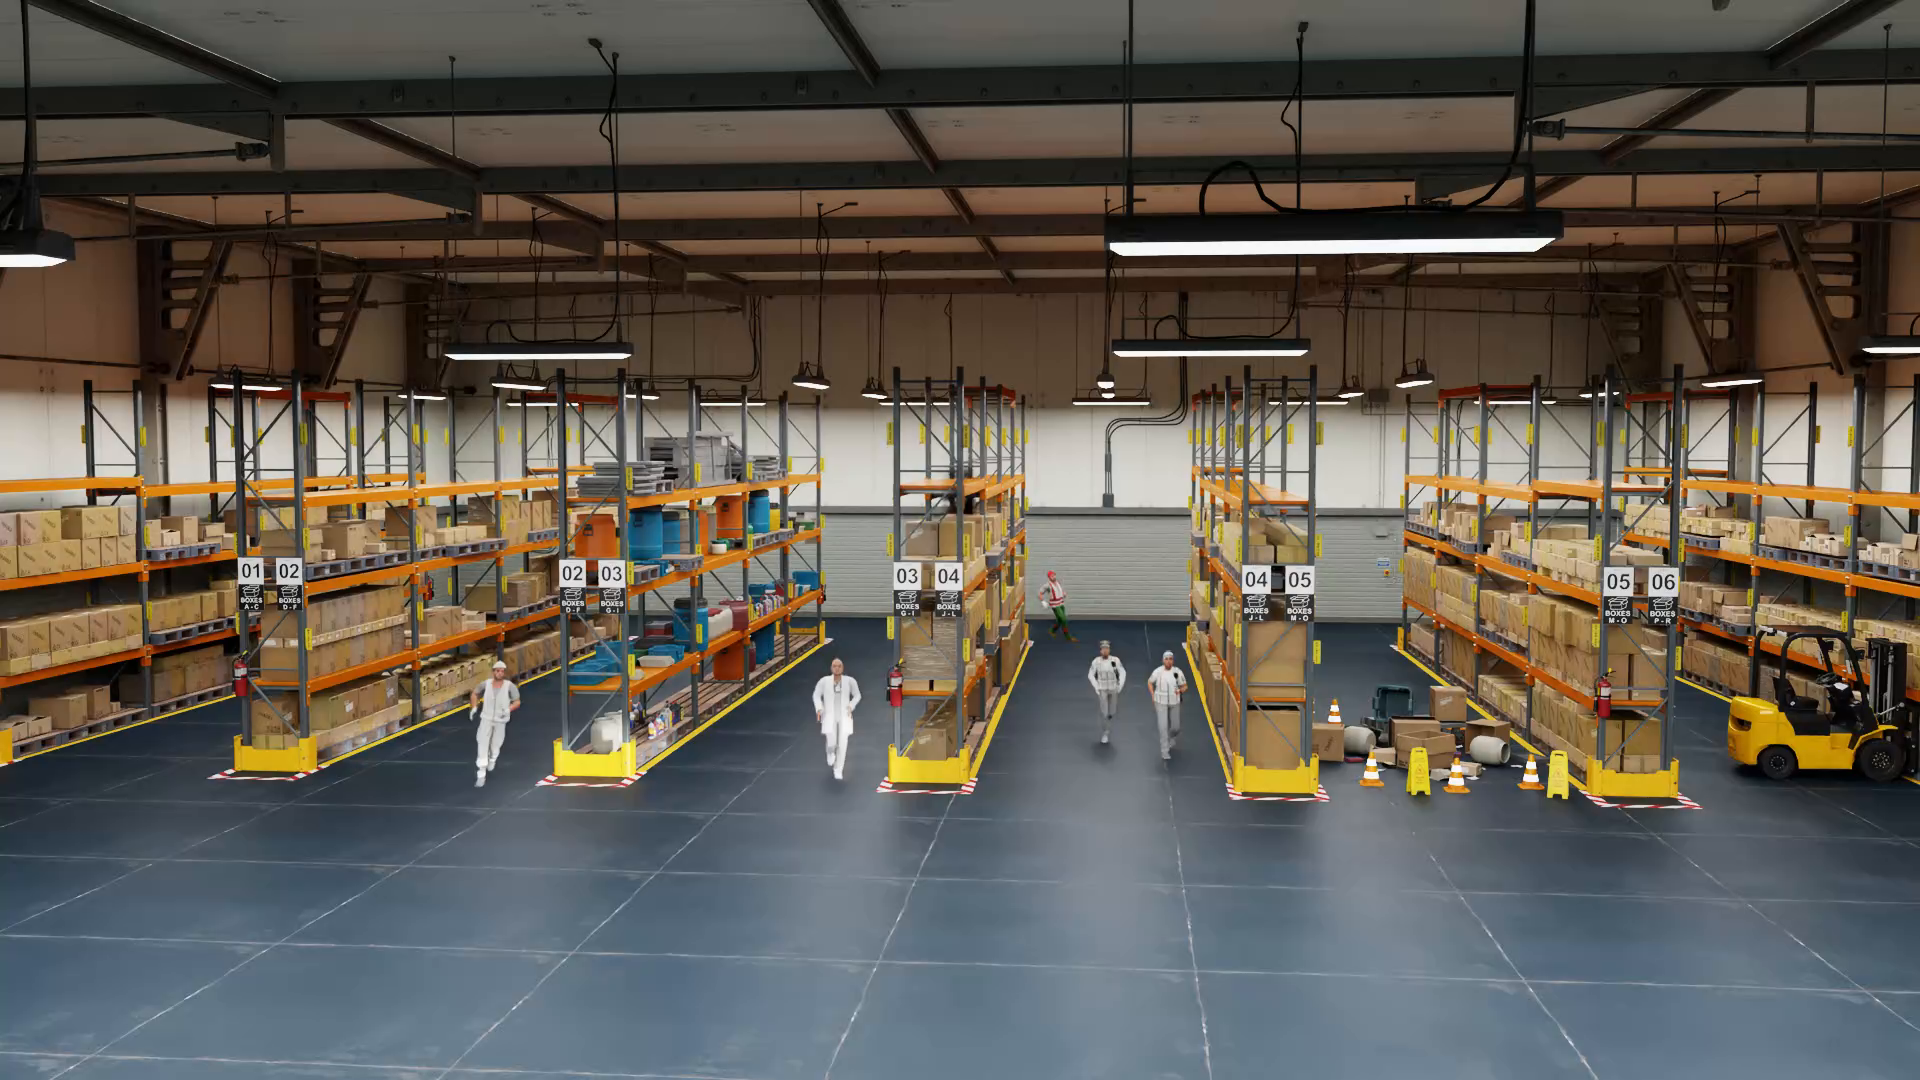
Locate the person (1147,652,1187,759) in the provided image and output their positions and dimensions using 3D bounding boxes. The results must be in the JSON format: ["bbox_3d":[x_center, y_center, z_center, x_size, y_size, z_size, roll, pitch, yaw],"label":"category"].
[{"bbox_3d":[3.252,2.563,26.071,0.620,1.634,0.823,0,4,2],"label":"person"}]

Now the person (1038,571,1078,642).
[{"bbox_3d":[2.390,1.606,40.297,0.964,1.729,0.722,3,5,42],"label":"person"}]

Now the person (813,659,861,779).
[{"bbox_3d":[-1.809,2.623,24.490,0.708,1.737,0.573,0,4,-6],"label":"person"}]

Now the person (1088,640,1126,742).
[{"bbox_3d":[2.425,2.473,27.488,0.626,1.681,0.621,0,4,0],"label":"person"}]

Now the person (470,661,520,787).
[{"bbox_3d":[-6.754,2.639,24.176,0.706,1.771,0.860,-1,4,-10],"label":"person"}]
